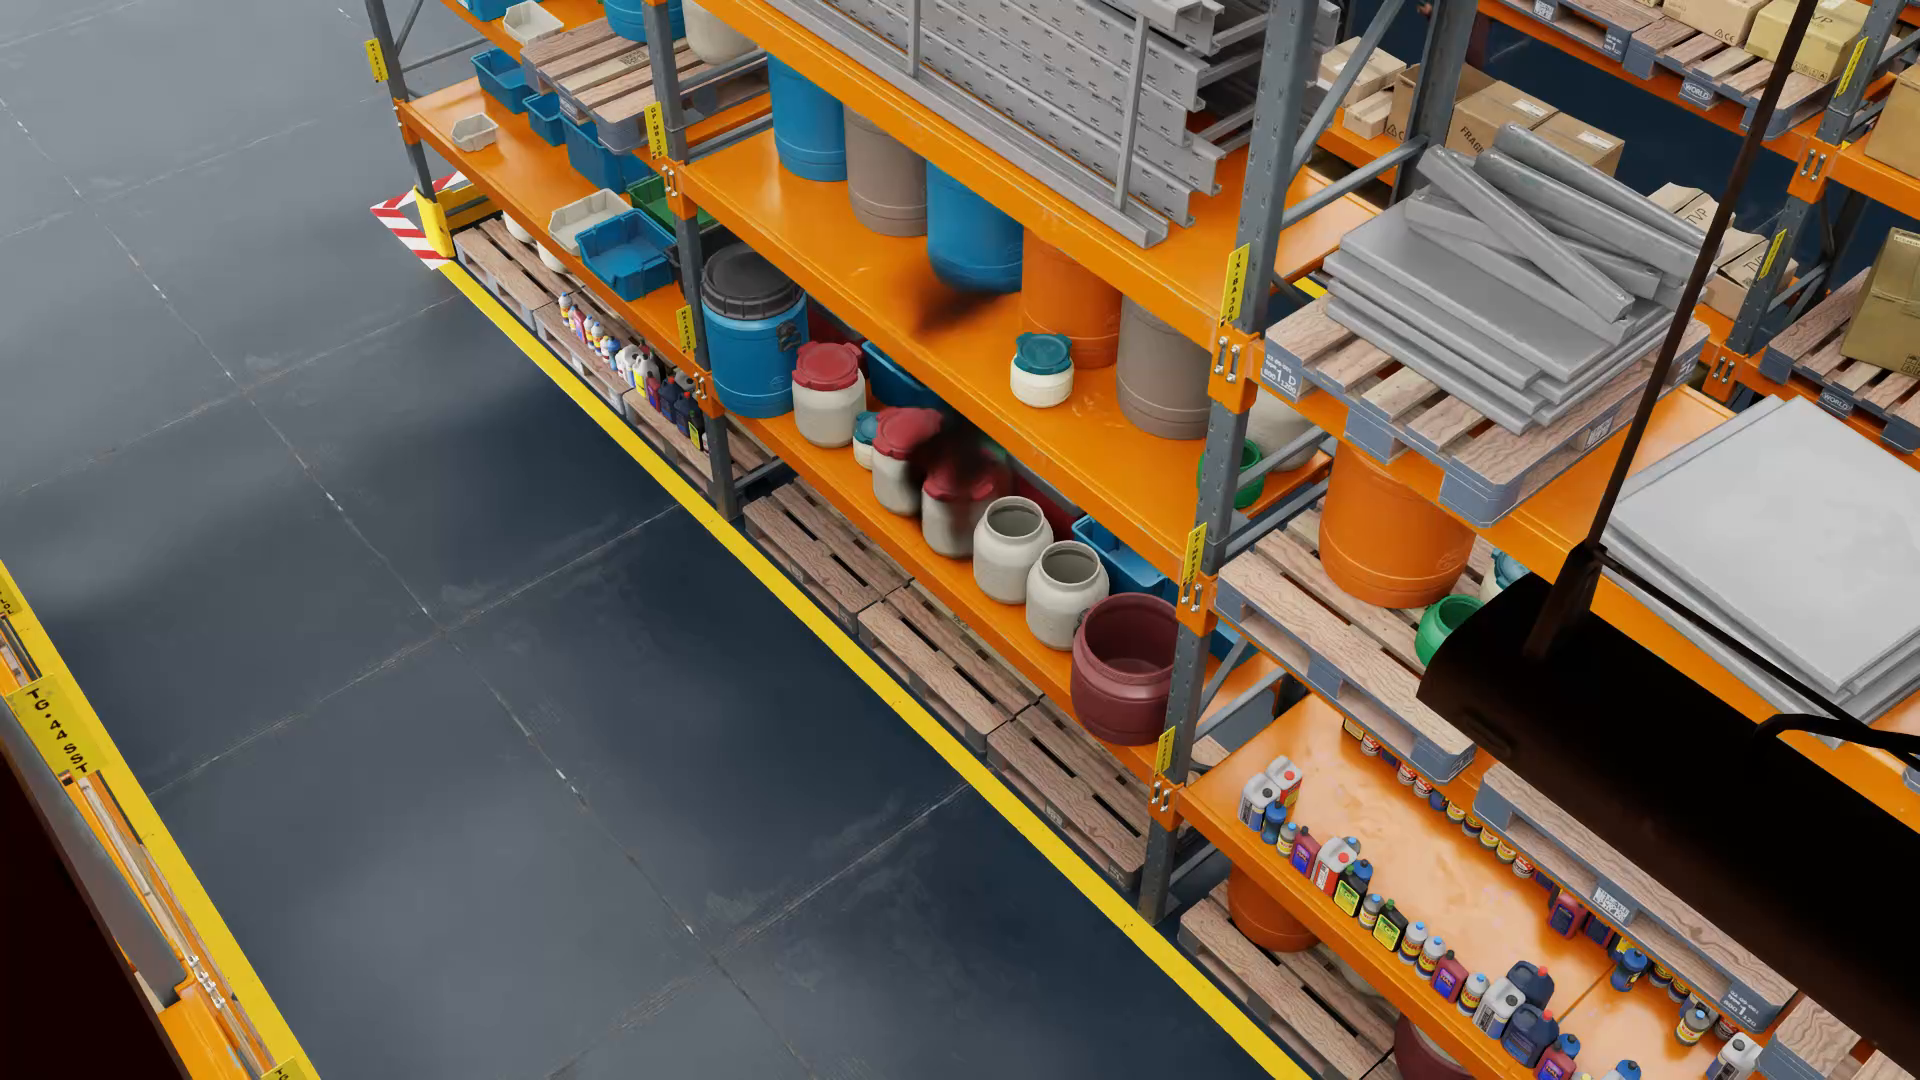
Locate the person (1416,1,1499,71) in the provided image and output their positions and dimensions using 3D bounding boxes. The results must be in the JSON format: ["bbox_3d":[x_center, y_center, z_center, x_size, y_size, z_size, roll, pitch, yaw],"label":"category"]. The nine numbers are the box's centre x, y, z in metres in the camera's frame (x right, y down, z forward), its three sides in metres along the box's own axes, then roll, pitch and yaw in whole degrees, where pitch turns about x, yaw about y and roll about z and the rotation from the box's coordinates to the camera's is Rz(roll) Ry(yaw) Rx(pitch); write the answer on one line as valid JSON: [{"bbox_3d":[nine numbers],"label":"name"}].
[{"bbox_3d":[4.159,-4.105,13.691,0.888,1.791,0.651,27,52,23],"label":"person"}]
